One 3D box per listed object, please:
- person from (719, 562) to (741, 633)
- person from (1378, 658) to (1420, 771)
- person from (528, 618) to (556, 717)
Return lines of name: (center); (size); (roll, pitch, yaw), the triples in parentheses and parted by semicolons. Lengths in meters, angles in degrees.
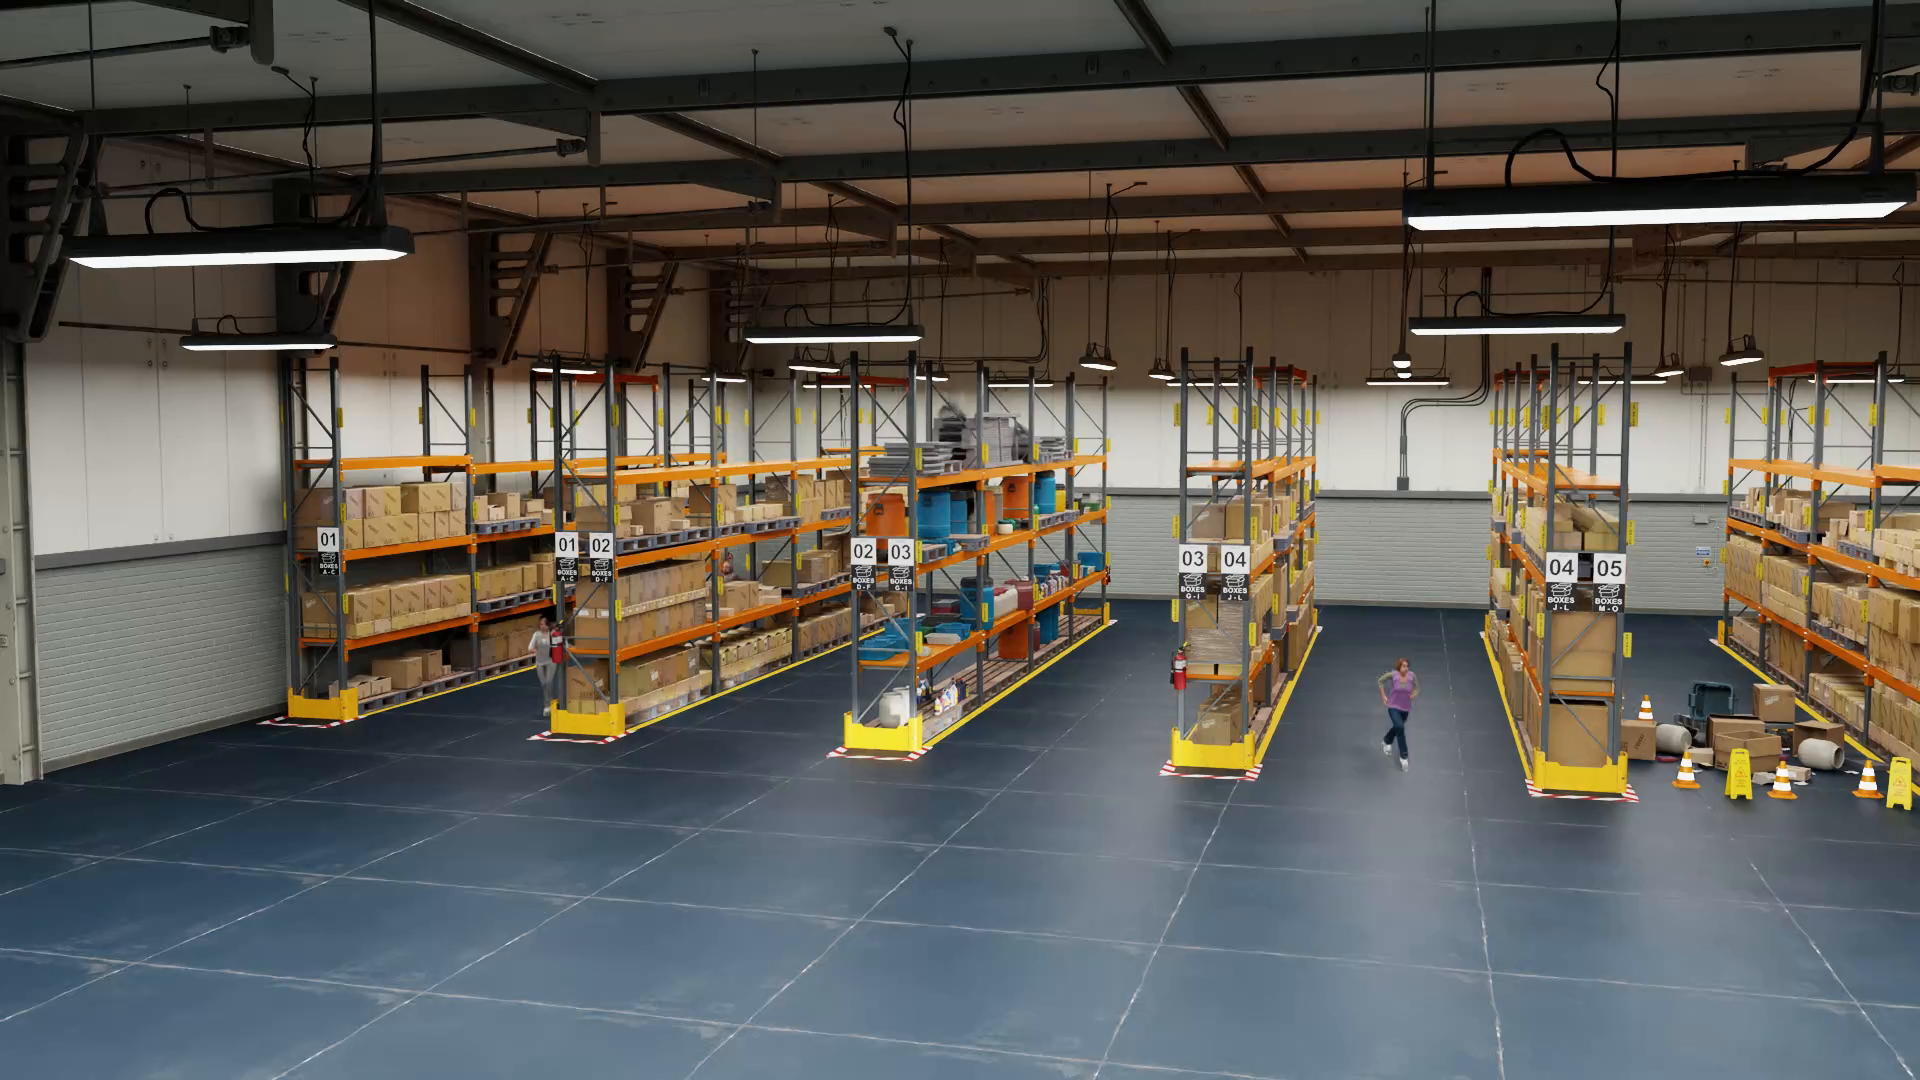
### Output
person: (-5.172, 1.384, 37.078); (0.716, 1.783, 0.962); (1, 4, 13)
person: (6.318, 2.459, 24.024); (0.538, 1.595, 0.940); (-1, 4, -9)
person: (-7.030, 2.123, 28.178); (0.533, 1.613, 0.816); (0, 4, 0)
